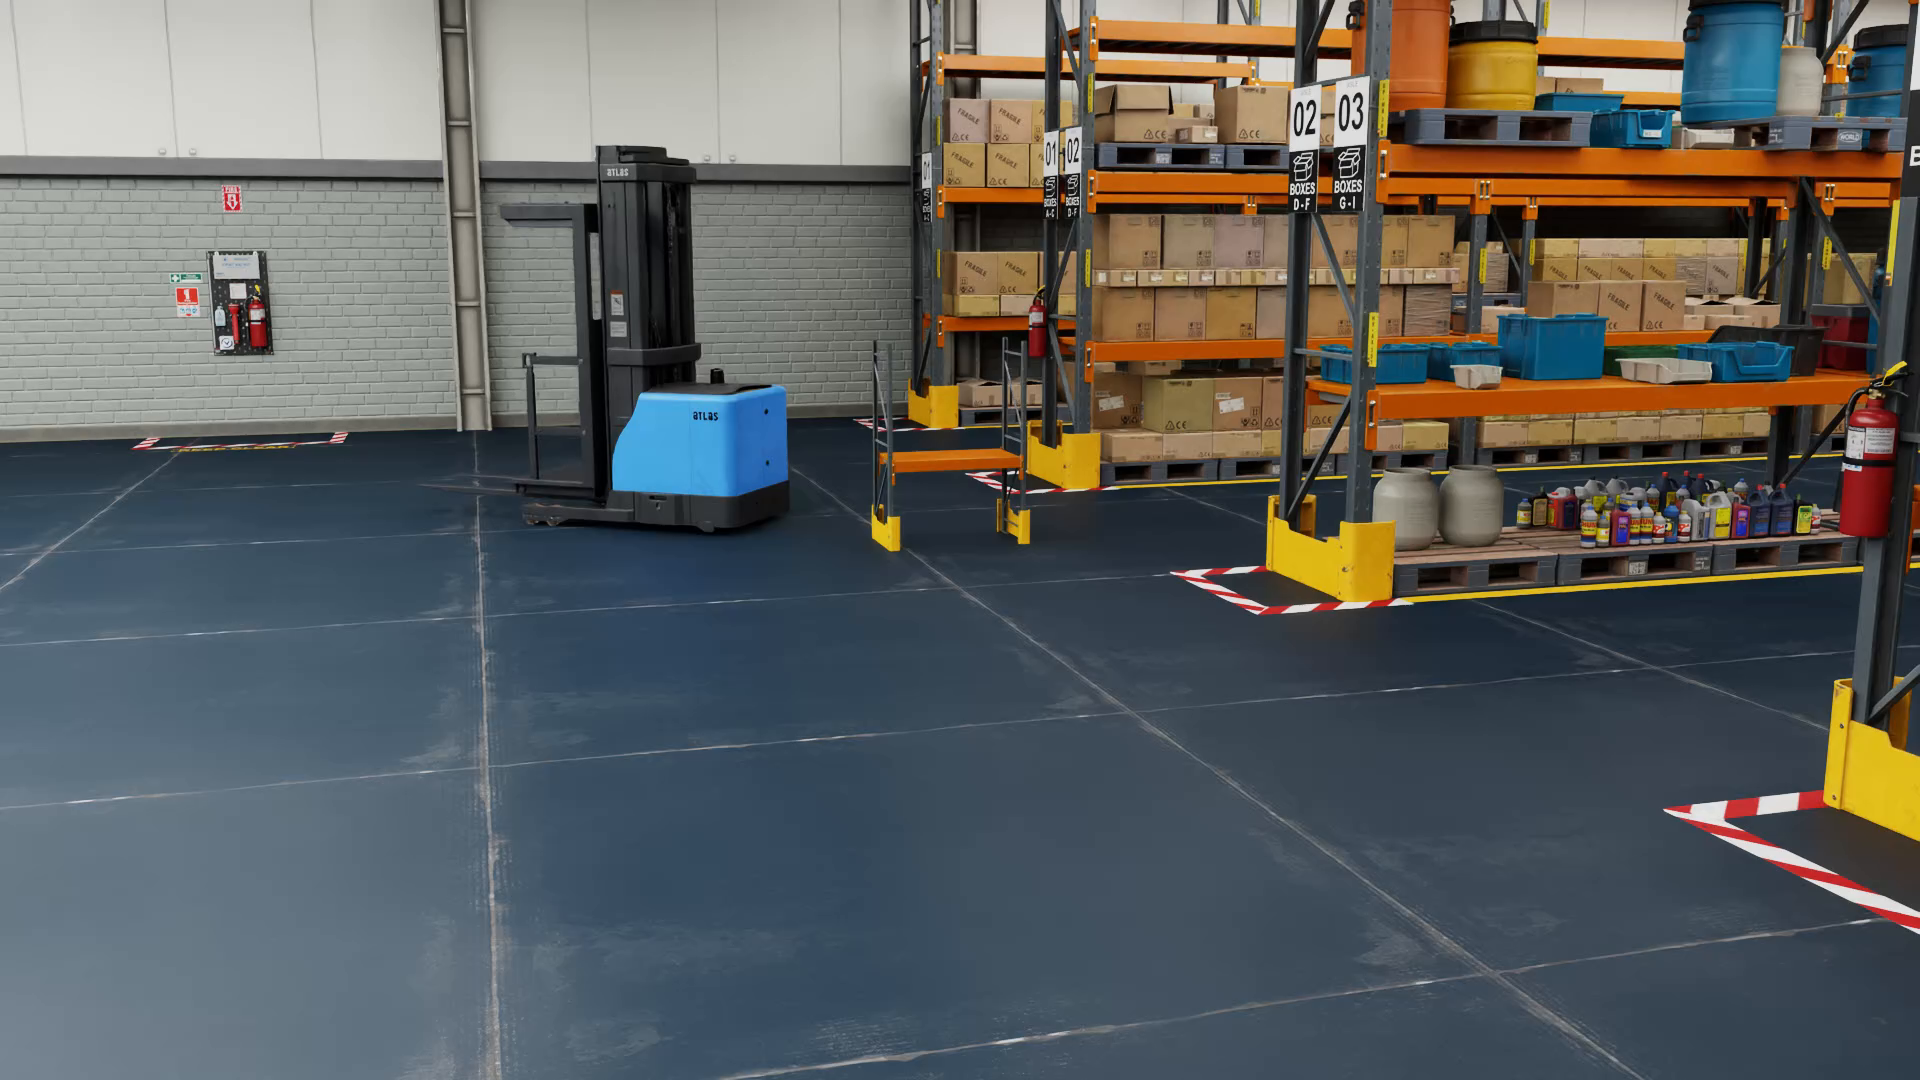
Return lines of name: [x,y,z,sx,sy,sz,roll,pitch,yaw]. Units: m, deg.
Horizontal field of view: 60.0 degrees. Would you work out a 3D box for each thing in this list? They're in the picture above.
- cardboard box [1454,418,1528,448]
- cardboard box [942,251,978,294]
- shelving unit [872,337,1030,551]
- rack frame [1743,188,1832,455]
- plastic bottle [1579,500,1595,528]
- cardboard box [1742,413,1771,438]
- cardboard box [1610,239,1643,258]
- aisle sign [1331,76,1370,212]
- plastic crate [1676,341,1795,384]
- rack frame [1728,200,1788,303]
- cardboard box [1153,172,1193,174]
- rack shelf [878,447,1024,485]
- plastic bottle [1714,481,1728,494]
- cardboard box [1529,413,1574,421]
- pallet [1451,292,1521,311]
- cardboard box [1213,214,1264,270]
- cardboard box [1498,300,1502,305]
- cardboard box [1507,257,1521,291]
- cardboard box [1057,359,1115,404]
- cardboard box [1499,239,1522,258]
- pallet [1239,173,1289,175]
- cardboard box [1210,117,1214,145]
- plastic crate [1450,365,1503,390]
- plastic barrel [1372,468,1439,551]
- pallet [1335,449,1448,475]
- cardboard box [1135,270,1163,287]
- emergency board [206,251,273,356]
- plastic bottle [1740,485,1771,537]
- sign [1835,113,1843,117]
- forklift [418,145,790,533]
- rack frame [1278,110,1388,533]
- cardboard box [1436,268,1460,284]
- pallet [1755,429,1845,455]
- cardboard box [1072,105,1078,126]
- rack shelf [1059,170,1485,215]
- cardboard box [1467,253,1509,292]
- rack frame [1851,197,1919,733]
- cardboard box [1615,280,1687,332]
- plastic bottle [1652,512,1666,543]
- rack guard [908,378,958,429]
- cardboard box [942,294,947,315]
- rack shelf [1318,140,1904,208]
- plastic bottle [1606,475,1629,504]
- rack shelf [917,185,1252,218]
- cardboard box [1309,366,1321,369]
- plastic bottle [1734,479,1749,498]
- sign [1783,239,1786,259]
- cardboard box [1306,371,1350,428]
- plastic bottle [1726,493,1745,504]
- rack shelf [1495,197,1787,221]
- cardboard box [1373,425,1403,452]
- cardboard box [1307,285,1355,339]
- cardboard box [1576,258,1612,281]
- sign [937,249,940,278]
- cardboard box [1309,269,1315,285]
cardboard box: [5.281,-1.075,16.536,0.500,0.250,0.500,-3,11,-17]
cardboard box: [-0.011,-3.268,20.299,0.500,0.500,0.500,-3,11,-17]
shelving unit: [-0.073,-0.734,12.390,1.083,1.500,0.587,-3,11,-16]
rack frame: [8.665,-2.446,17.548,0.127,3.000,1.000,-3,11,-16]
plastic bottle: [4.441,-0.183,11.771,0.097,0.201,0.097,0,10,0]
cardboard box: [8.228,-1.231,17.384,0.500,0.250,0.500,-3,11,-15]
cardboard box: [8.780,-3.912,22.290,0.500,0.250,0.500,-3,11,-16]
aisle sign: [2.378,-2.404,10.138,0.004,0.787,0.394,-3,11,-16]
plastic crate: [5.219,-1.206,11.223,0.616,0.251,0.499,-3,11,-16]
rack frame: [11.117,-3.509,23.324,0.127,3.000,1.000,-3,11,-16]
cardboard box: [2.531,-4.547,20.343,0.500,0.500,0.500,-4,11,-21]
rack shelf: [-0.082,-0.556,12.420,1.000,0.185,0.538,-3,11,-16]
plastic bottle: [5.504,-0.283,12.087,0.133,0.283,0.061,-3,11,-16]
cardboard box: [5.773,-1.376,16.619,0.500,0.311,0.500,-3,11,-17]
pallet: [6.622,-3.158,21.945,1.003,0.211,1.213,-3,11,-16]
cardboard box: [2.474,-2.806,15.642,0.500,0.500,0.700,-3,11,-16]
cardboard box: [7.518,-3.254,22.577,0.250,0.149,0.380,-3,11,-15]
cardboard box: [7.657,-3.582,22.565,0.500,0.500,0.500,-3,11,-16]
cardboard box: [1.551,-1.966,20.628,0.500,0.500,0.700,-4,11,-20]
cardboard box: [7.640,-3.949,22.488,0.500,0.250,0.500,-3,11,-14]
pallet: [4.059,-4.500,20.939,1.003,0.211,1.213,-3,11,-16]
cardboard box: [2.550,-3.880,15.753,0.500,0.311,0.500,-2,11,-9]
plastic crate: [3.314,-1.039,10.636,0.250,0.136,0.298,-3,11,-16]
plastic barrel: [2.975,-0.209,11.110,0.421,0.512,0.421,0,10,0]
pallet: [4.049,-0.839,16.522,1.213,0.211,1.003,-3,11,-16]
cardboard box: [1.674,-2.405,15.260,0.250,0.149,0.380,-3,11,-17]
emergency board: [-8.118,-2.666,18.742,0.643,1.169,0.194,-3,11,-16]
plastic bottle: [5.483,-0.203,11.468,0.185,0.351,0.144,-4,11,-19]
sign: [8.812,-4.117,16.696,0.005,0.325,0.100,-3,11,-16]
forklift: [-2.953,-1.639,13.352,3.031,2.935,1.130,4,11,20]
rack frame: [2.365,-1.180,10.670,0.127,3.000,1.000,-3,11,-16]
cardboard box: [4.623,-2.561,16.103,0.250,0.149,0.380,-3,11,-16]
pallet: [9.392,-1.106,17.970,1.213,0.211,1.003,-3,11,-16]
cardboard box: [1.422,-5.070,20.424,0.500,0.500,0.500,-3,11,-16]
rack shelf: [2.904,-3.264,15.692,4.000,0.370,1.077,-3,11,-16]
cardboard box: [6.828,-3.547,22.037,0.500,0.500,0.700,-4,11,-23]
rack frame: [3.749,-0.319,5.993,0.127,3.000,1.000,-3,11,-16]
cardboard box: [7.059,-2.407,17.062,0.500,0.500,0.500,-4,11,-19]
plastic bottle: [4.713,-0.085,11.237,0.097,0.201,0.097,0,10,0]
rack guard: [-0.331,-1.677,20.272,0.348,0.500,1.175,-3,11,-16]
cardboard box: [-0.010,-2.895,20.349,0.500,0.250,0.500,-3,11,-15]
rack shelf: [4.285,-2.402,11.014,4.000,0.370,1.077,-3,11,-16]
plastic bottle: [4.725,-0.296,11.971,0.185,0.351,0.144,-3,11,-16]
rack shelf: [1.516,-4.125,20.369,4.000,0.370,1.077,-3,11,-16]
cardboard box: [3.814,-1.471,16.614,0.500,0.500,0.500,-3,11,-16]
plastic bottle: [5.777,-0.317,12.303,0.097,0.271,0.097,0,10,0]
sign: [11.278,-3.946,22.716,0.005,0.325,0.100,-3,11,-16]
cardboard box: [3.478,-1.356,15.990,0.500,0.500,0.500,-3,11,-16]
plastic bottle: [5.418,-0.191,11.608,0.135,0.276,0.152,-3,11,-16]
rack shelf: [9.197,-4.529,22.568,4.000,0.370,1.077,-3,11,-16]
cardboard box: [3.957,-1.013,16.197,0.500,0.250,0.500,-3,11,-16]
cardboard box: [3.413,-2.217,16.026,0.500,0.500,0.700,-3,11,-15]
cardboard box: [8.320,-3.517,22.213,0.500,0.500,0.500,-3,11,-14]
sign: [-0.252,-3.233,19.434,0.005,0.325,0.100,-3,11,-16]
cardboard box: [3.149,-2.483,15.680,0.250,0.149,0.380,-3,11,-14]
